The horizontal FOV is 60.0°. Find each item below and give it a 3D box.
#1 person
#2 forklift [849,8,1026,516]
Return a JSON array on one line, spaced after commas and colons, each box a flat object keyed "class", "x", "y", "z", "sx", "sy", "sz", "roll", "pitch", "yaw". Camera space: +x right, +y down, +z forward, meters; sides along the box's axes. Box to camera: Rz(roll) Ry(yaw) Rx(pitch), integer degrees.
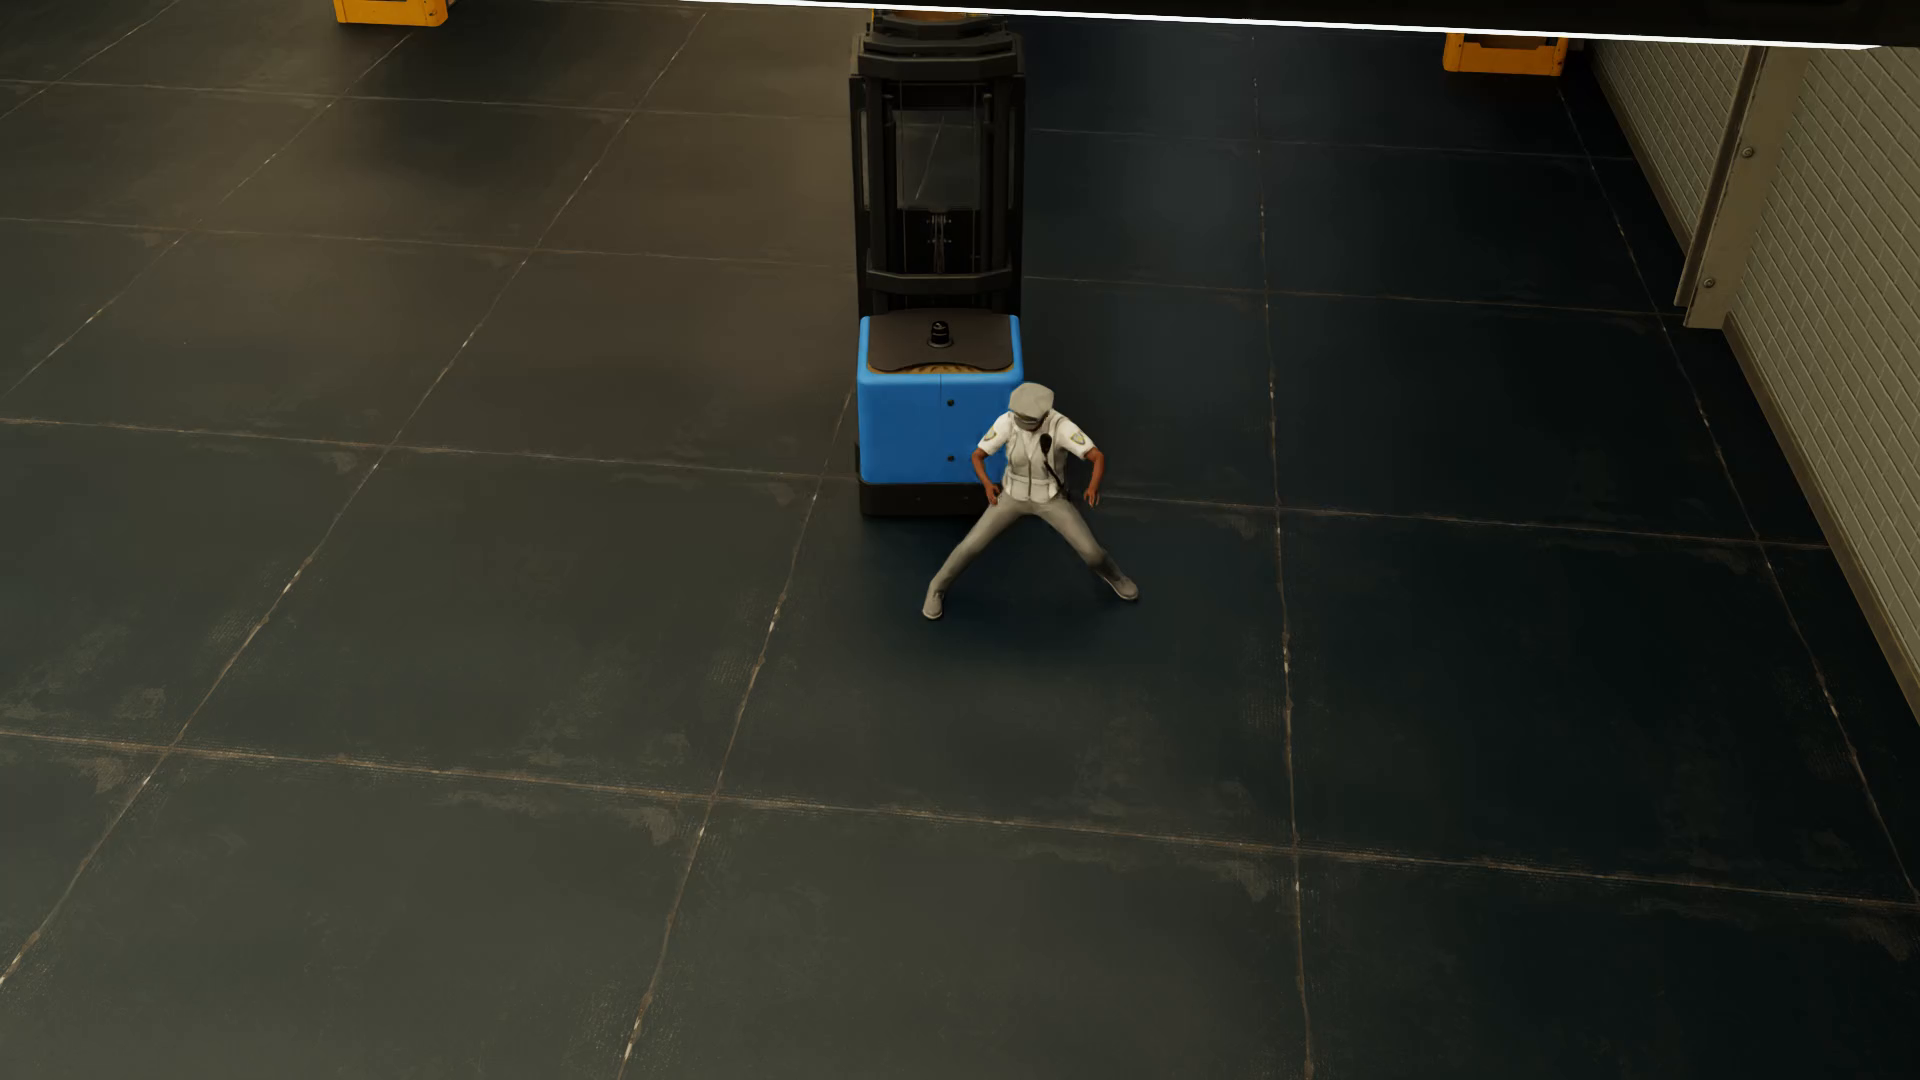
[{"class": "person", "x": 0.424, "y": -0.201, "z": 9.550, "sx": 1.224, "sy": 1.438, "sz": 0.673, "roll": 10, "pitch": 38, "yaw": 13}, {"class": "forklift", "x": -0.142, "y": -2.179, "z": 10.986, "sx": 1.130, "sy": 2.935, "sz": 3.031, "roll": -1, "pitch": 36, "yaw": -1}]
